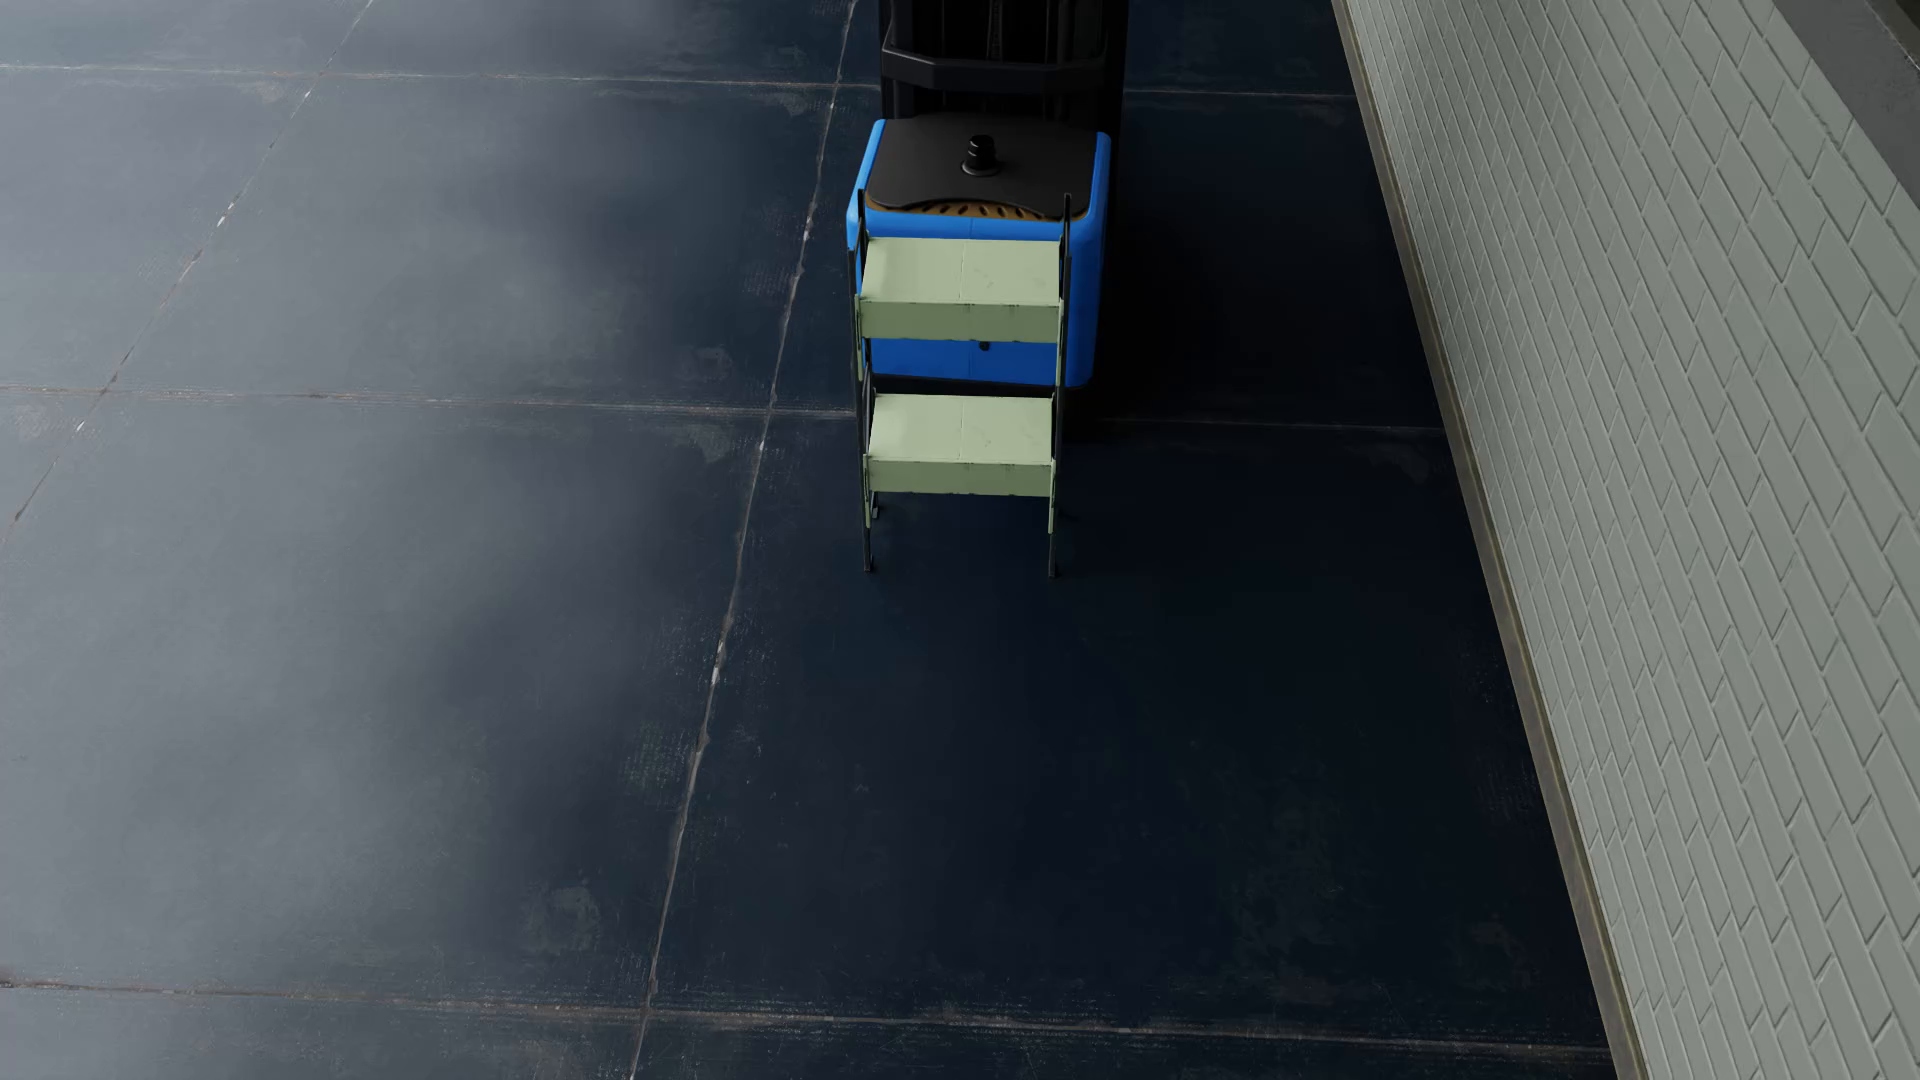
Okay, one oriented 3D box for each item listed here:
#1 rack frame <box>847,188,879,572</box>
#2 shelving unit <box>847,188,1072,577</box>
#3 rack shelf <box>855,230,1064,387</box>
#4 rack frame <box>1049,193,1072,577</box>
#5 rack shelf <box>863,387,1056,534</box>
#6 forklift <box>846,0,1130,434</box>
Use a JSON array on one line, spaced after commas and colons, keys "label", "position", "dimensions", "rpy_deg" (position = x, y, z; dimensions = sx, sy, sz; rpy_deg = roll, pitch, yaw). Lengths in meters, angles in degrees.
[{"label": "rack frame", "position": [-0.359, -0.560, 6.251], "dimensions": [0.023, 1.500, 0.400], "rpy_deg": [2, 43, 2]}, {"label": "shelving unit", "position": [0.007, -0.549, 6.239], "dimensions": [0.755, 1.500, 0.431], "rpy_deg": [2, 43, 2]}, {"label": "rack shelf", "position": [0.007, -0.834, 5.973], "dimensions": [0.720, 0.370, 0.431], "rpy_deg": [2, 43, 2]}, {"label": "rack frame", "position": [0.372, -0.537, 6.227], "dimensions": [0.023, 1.500, 0.400], "rpy_deg": [2, 43, 2]}, {"label": "rack shelf", "position": [0.007, -0.310, 6.461], "dimensions": [0.720, 0.370, 0.431], "rpy_deg": [2, 43, 2]}, {"label": "forklift", "position": [0.217, -2.534, 7.320], "dimensions": [1.130, 2.935, 3.031], "rpy_deg": [5, 43, 5]}]
